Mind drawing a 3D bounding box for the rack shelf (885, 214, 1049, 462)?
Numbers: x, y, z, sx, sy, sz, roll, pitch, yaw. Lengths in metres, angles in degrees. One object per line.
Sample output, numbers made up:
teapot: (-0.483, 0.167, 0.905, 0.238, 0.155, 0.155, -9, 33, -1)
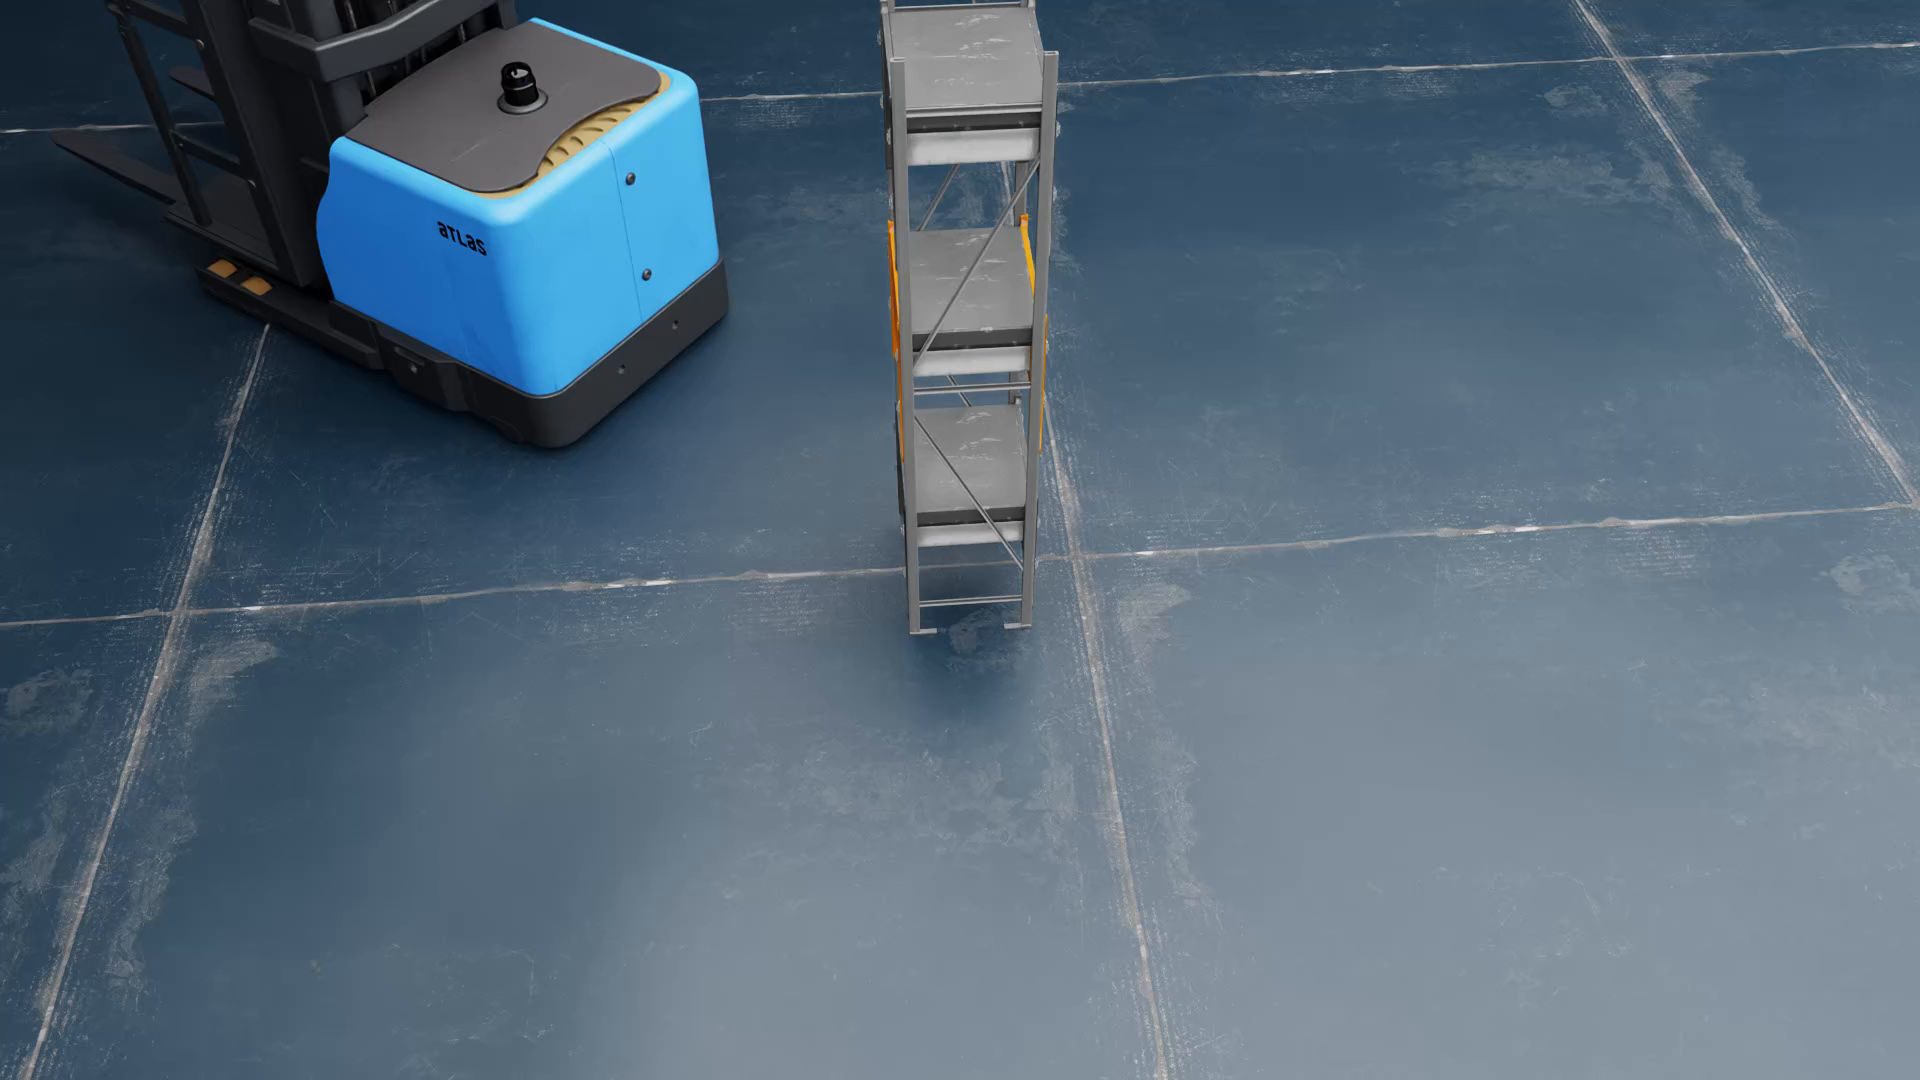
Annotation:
rack shelf: (0.014, -0.593, 4.884, 0.431, 0.518, 0.480, -3, 47, -3)

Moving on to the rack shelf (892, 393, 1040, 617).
rack shelf: (0.014, -0.112, 5.392, 0.431, 0.518, 0.480, -3, 47, -3)

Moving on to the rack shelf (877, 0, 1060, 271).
rack shelf: (0.014, -1.074, 4.376, 0.431, 0.518, 0.480, -3, 47, -3)

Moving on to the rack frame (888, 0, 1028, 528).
rack frame: (-0.007, -0.779, 5.041, 0.400, 2.100, 0.015, -3, 47, -3)

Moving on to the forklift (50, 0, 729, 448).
forklift: (-2.419, -2.177, 5.793, 3.031, 2.935, 1.130, 25, 52, 22)

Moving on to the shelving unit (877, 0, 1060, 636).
shelving unit: (0.014, -0.602, 4.874, 0.431, 2.100, 0.503, -3, 47, -3)

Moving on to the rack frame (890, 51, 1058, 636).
rack frame: (0.034, -0.426, 4.707, 0.400, 2.100, 0.015, -3, 47, -3)
